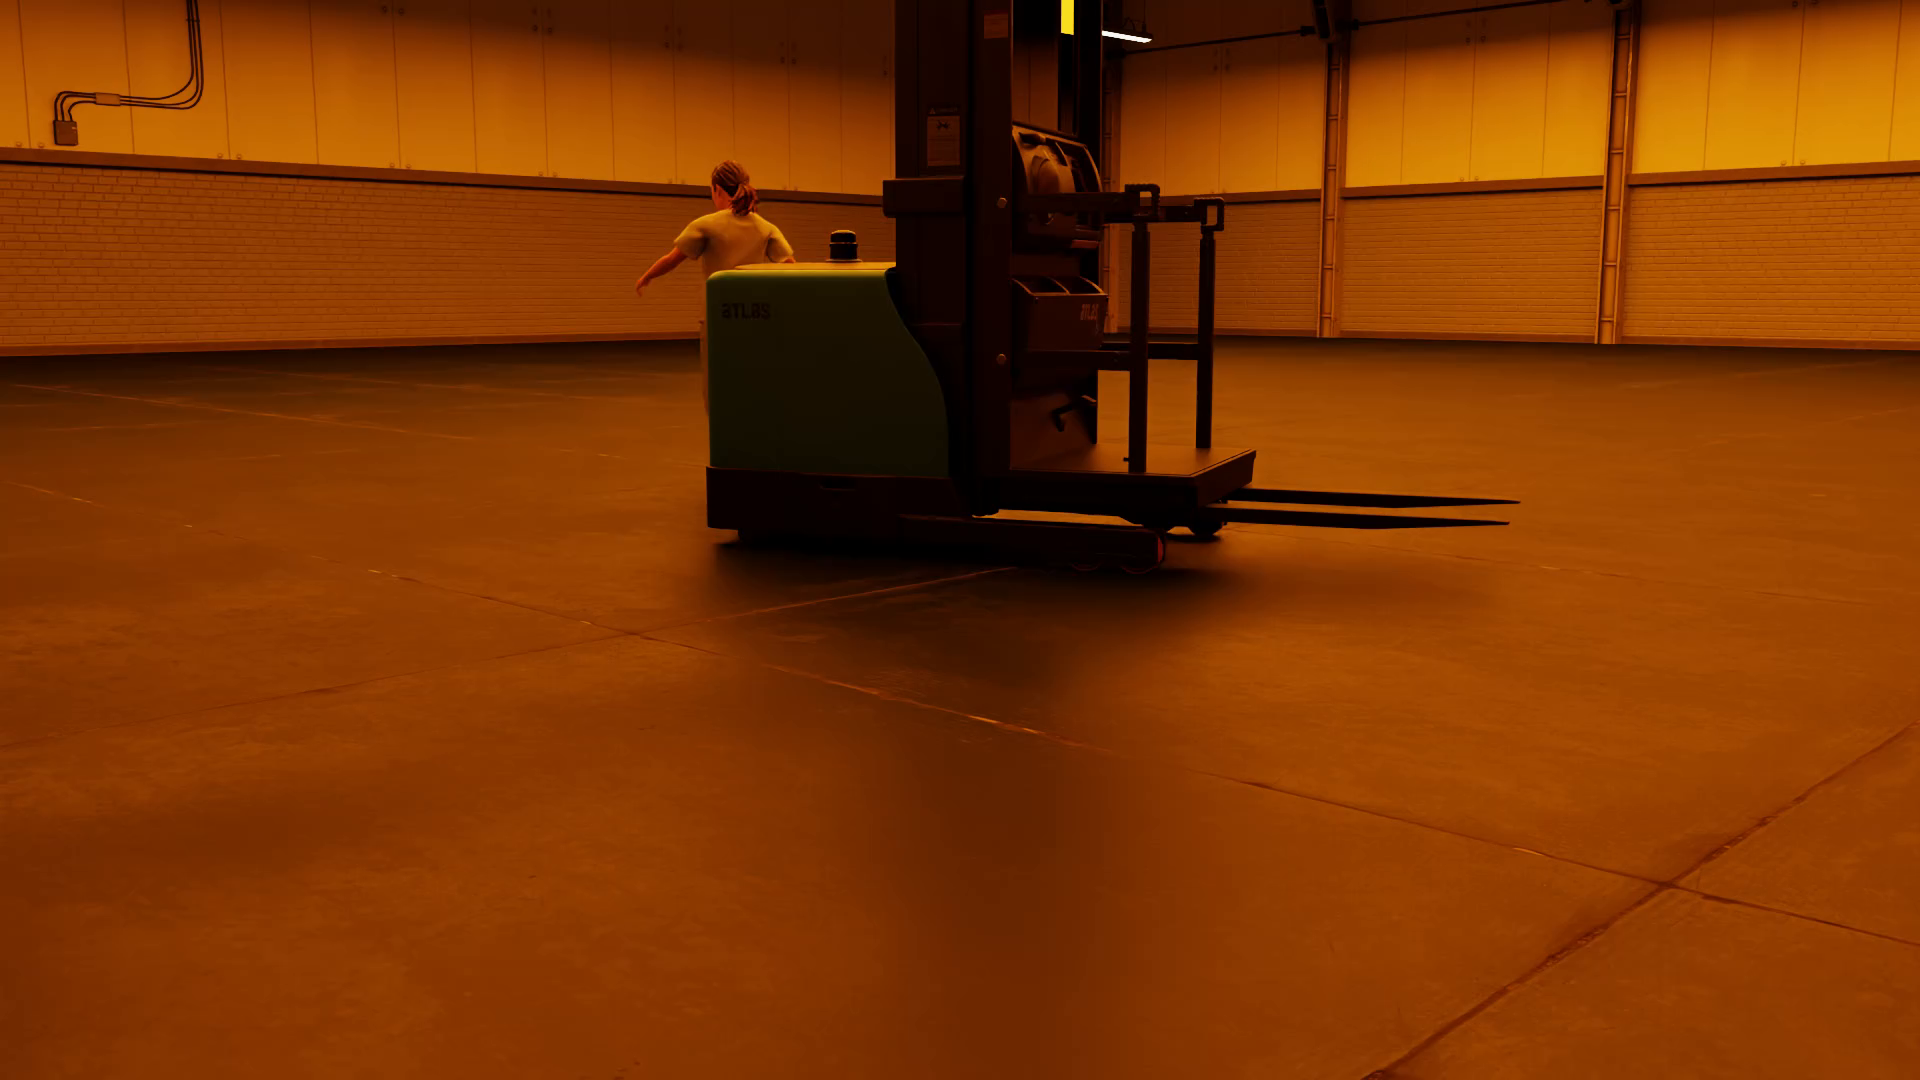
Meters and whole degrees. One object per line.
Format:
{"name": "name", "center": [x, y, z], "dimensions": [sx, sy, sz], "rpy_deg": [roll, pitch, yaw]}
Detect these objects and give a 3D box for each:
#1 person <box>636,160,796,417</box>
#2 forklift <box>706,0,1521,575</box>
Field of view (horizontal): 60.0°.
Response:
{"name": "person", "center": [-1.148, -1.097, 8.533], "dimensions": [0.870, 1.658, 0.714], "rpy_deg": [-5, 10, -28]}
{"name": "forklift", "center": [0.565, -1.416, 6.275], "dimensions": [3.031, 2.935, 1.130], "rpy_deg": [3, 9, 22]}
